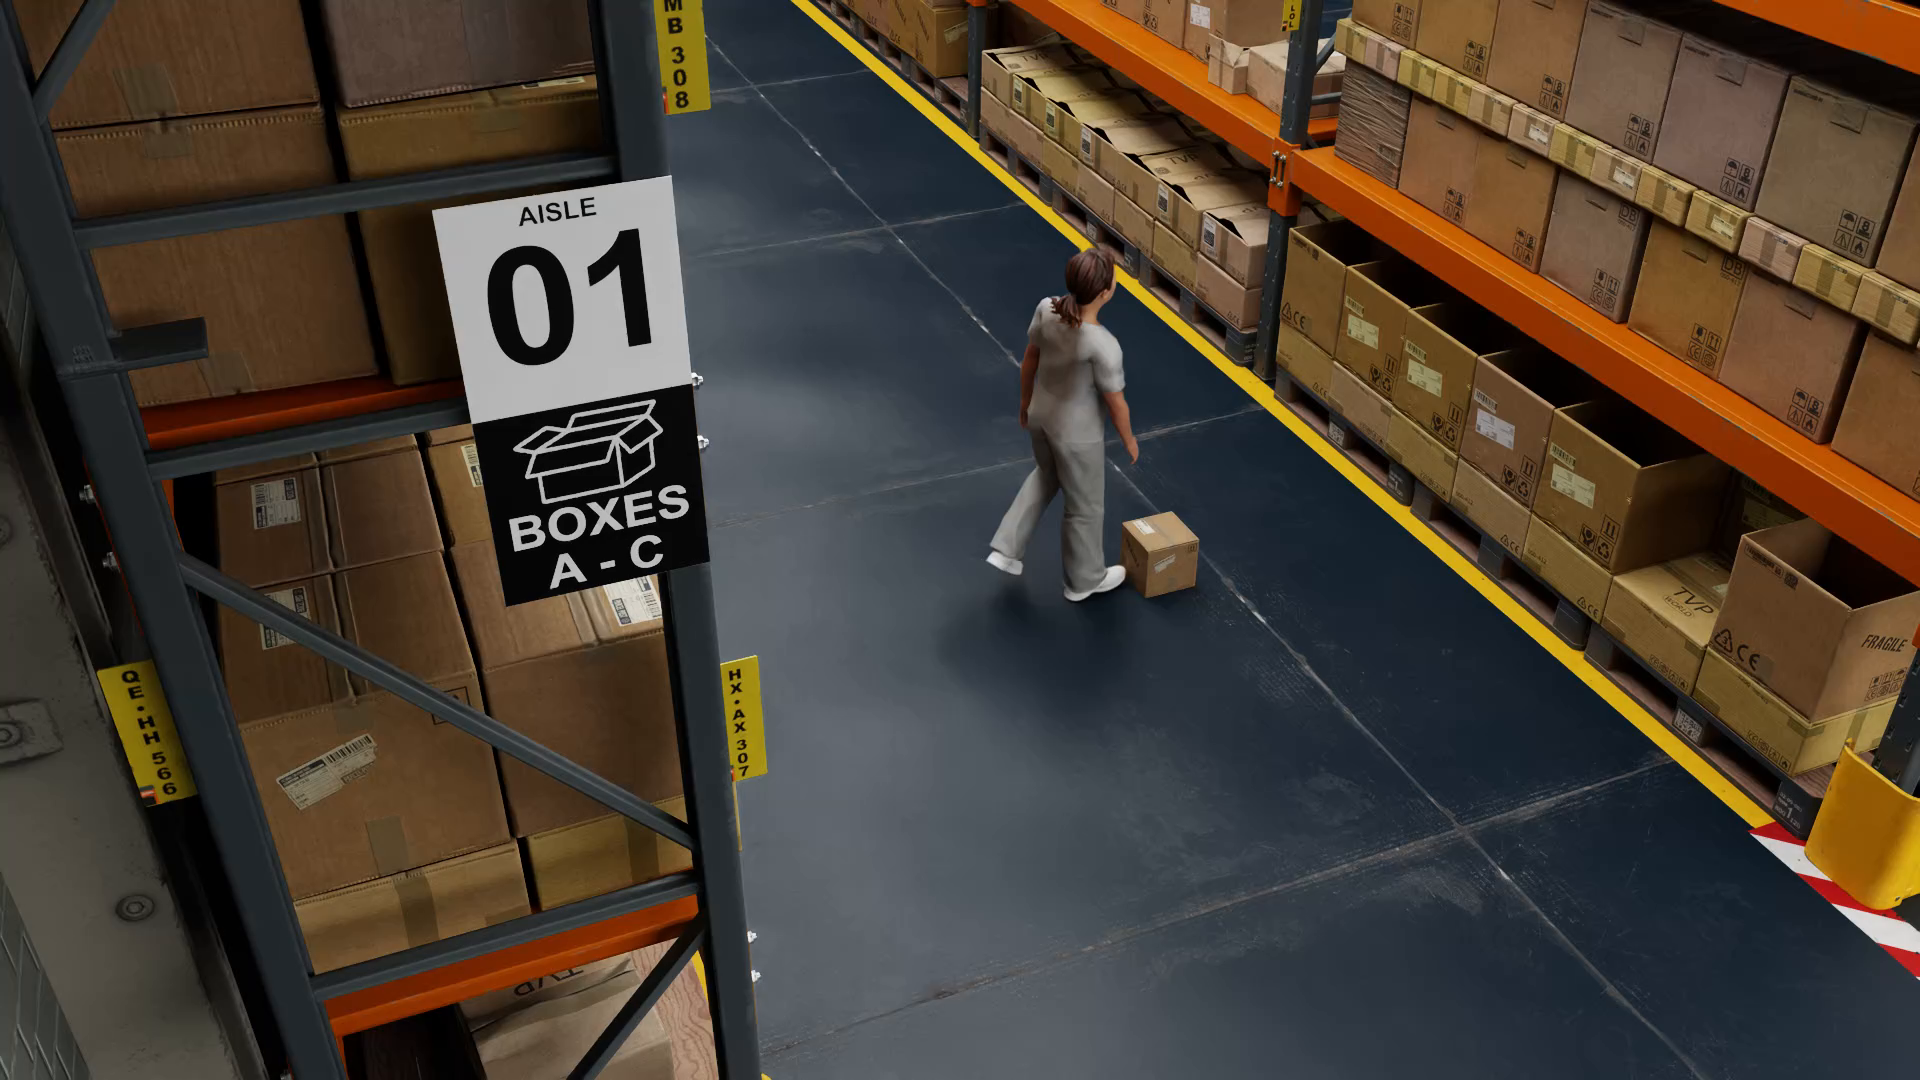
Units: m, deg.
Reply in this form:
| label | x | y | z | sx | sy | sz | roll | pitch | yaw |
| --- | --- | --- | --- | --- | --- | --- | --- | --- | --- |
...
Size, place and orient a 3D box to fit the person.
| label | x | y | z | sx | sy | sz | roll | pitch | yaw |
| --- | --- | --- | --- | --- | --- | --- | --- | --- | --- |
| person | 0.451 | -0.452 | 6.796 | 0.595 | 1.670 | 0.554 | -19 | 38 | -26 |
